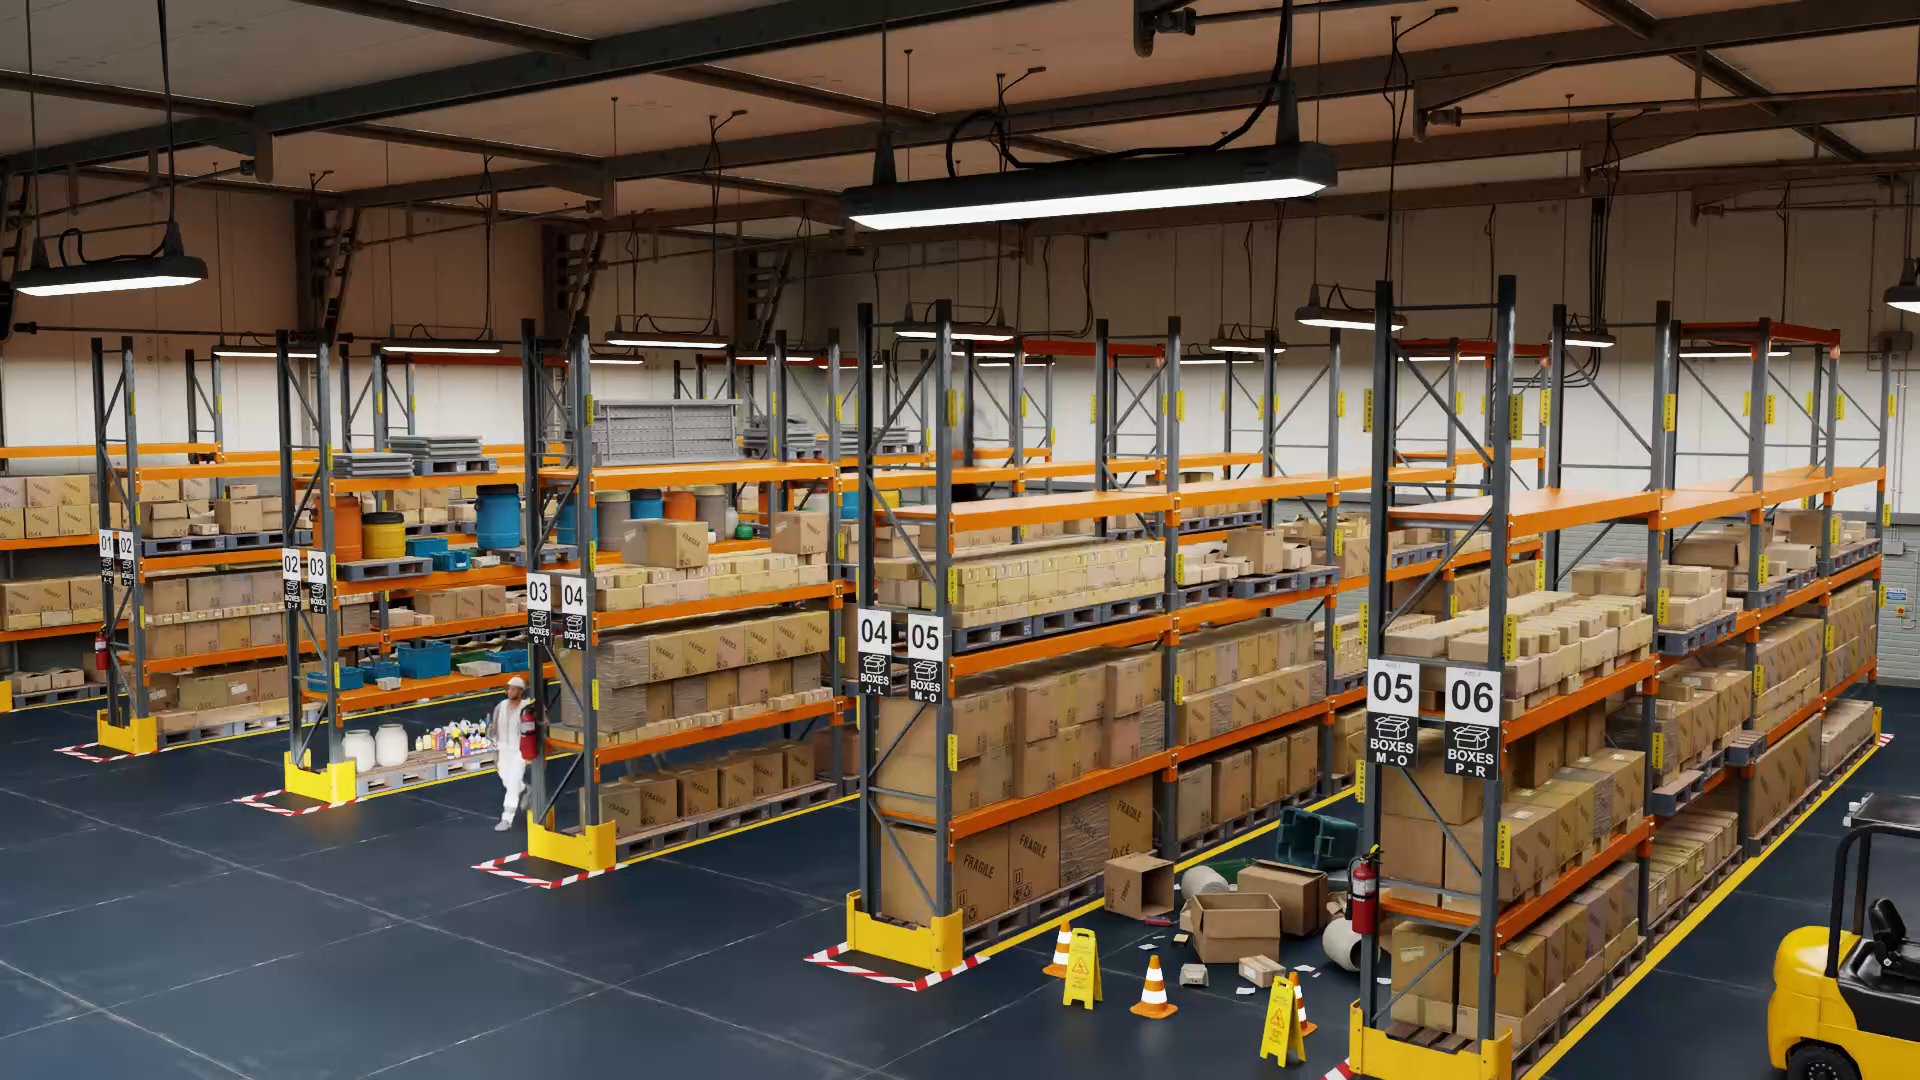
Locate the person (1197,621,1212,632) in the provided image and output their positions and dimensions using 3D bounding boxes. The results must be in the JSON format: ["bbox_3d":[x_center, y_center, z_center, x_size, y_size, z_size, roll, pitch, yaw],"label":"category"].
[{"bbox_3d":[3.756,2.075,25.858,0.578,1.753,0.744,3,6,28],"label":"person"}]

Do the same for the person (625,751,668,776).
[{"bbox_3d":[-4.050,2.425,21.428,0.676,1.829,0.768,2,6,26],"label":"person"}]

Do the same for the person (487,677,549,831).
[{"bbox_3d":[-5.332,2.521,19.910,0.659,1.761,0.967,2,5,17],"label":"person"}]
